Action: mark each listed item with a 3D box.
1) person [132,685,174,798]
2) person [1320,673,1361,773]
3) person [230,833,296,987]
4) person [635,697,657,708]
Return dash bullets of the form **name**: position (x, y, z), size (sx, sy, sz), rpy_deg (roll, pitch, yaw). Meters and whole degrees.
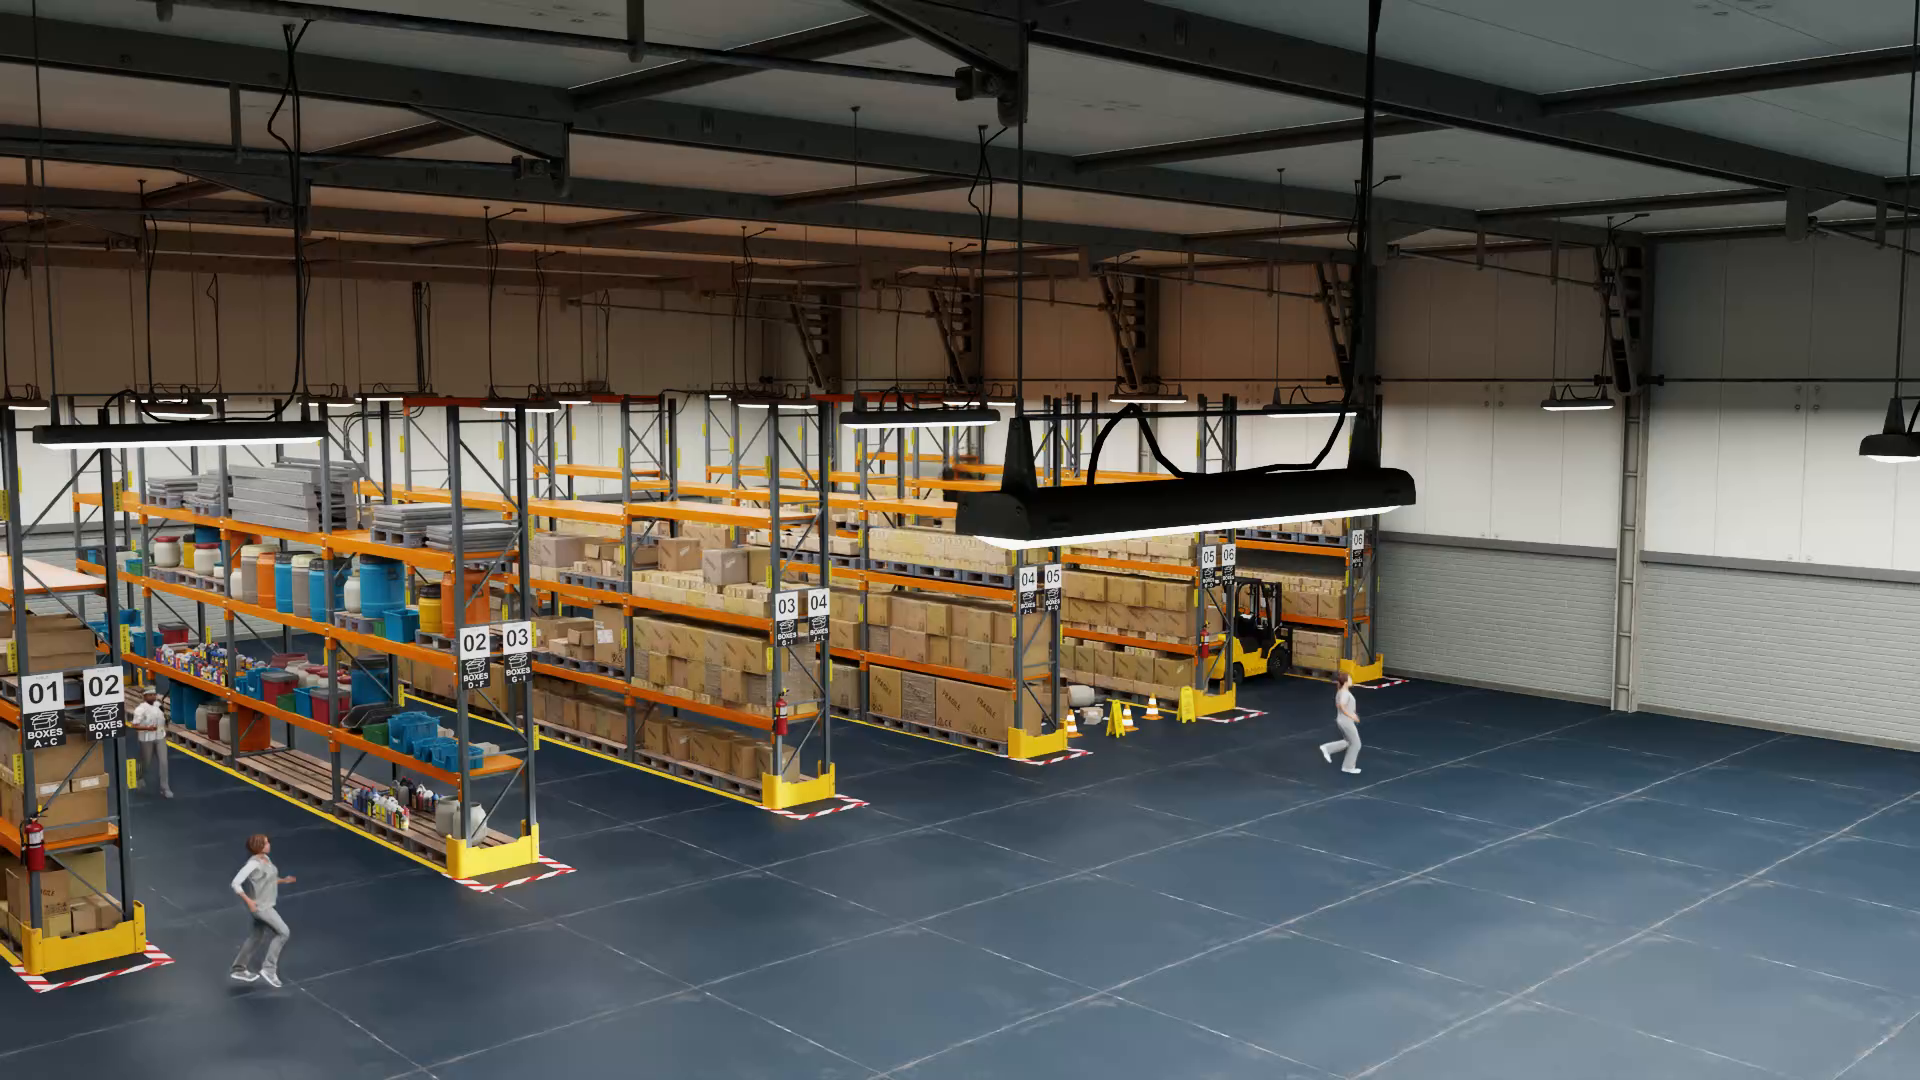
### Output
- **person**: position (-12.262, 3.035, 25.224), size (0.923, 1.699, 0.579), rpy_deg (4, 7, 36)
- **person**: position (6.148, 2.945, 26.763), size (0.648, 1.635, 0.565), rpy_deg (0, 6, 2)
- **person**: position (-7.272, 3.862, 17.330), size (0.690, 1.629, 0.494), rpy_deg (-2, 6, -16)
- **person**: position (-5.926, 2.491, 31.220), size (0.592, 1.632, 0.970), rpy_deg (-5, 8, -44)
